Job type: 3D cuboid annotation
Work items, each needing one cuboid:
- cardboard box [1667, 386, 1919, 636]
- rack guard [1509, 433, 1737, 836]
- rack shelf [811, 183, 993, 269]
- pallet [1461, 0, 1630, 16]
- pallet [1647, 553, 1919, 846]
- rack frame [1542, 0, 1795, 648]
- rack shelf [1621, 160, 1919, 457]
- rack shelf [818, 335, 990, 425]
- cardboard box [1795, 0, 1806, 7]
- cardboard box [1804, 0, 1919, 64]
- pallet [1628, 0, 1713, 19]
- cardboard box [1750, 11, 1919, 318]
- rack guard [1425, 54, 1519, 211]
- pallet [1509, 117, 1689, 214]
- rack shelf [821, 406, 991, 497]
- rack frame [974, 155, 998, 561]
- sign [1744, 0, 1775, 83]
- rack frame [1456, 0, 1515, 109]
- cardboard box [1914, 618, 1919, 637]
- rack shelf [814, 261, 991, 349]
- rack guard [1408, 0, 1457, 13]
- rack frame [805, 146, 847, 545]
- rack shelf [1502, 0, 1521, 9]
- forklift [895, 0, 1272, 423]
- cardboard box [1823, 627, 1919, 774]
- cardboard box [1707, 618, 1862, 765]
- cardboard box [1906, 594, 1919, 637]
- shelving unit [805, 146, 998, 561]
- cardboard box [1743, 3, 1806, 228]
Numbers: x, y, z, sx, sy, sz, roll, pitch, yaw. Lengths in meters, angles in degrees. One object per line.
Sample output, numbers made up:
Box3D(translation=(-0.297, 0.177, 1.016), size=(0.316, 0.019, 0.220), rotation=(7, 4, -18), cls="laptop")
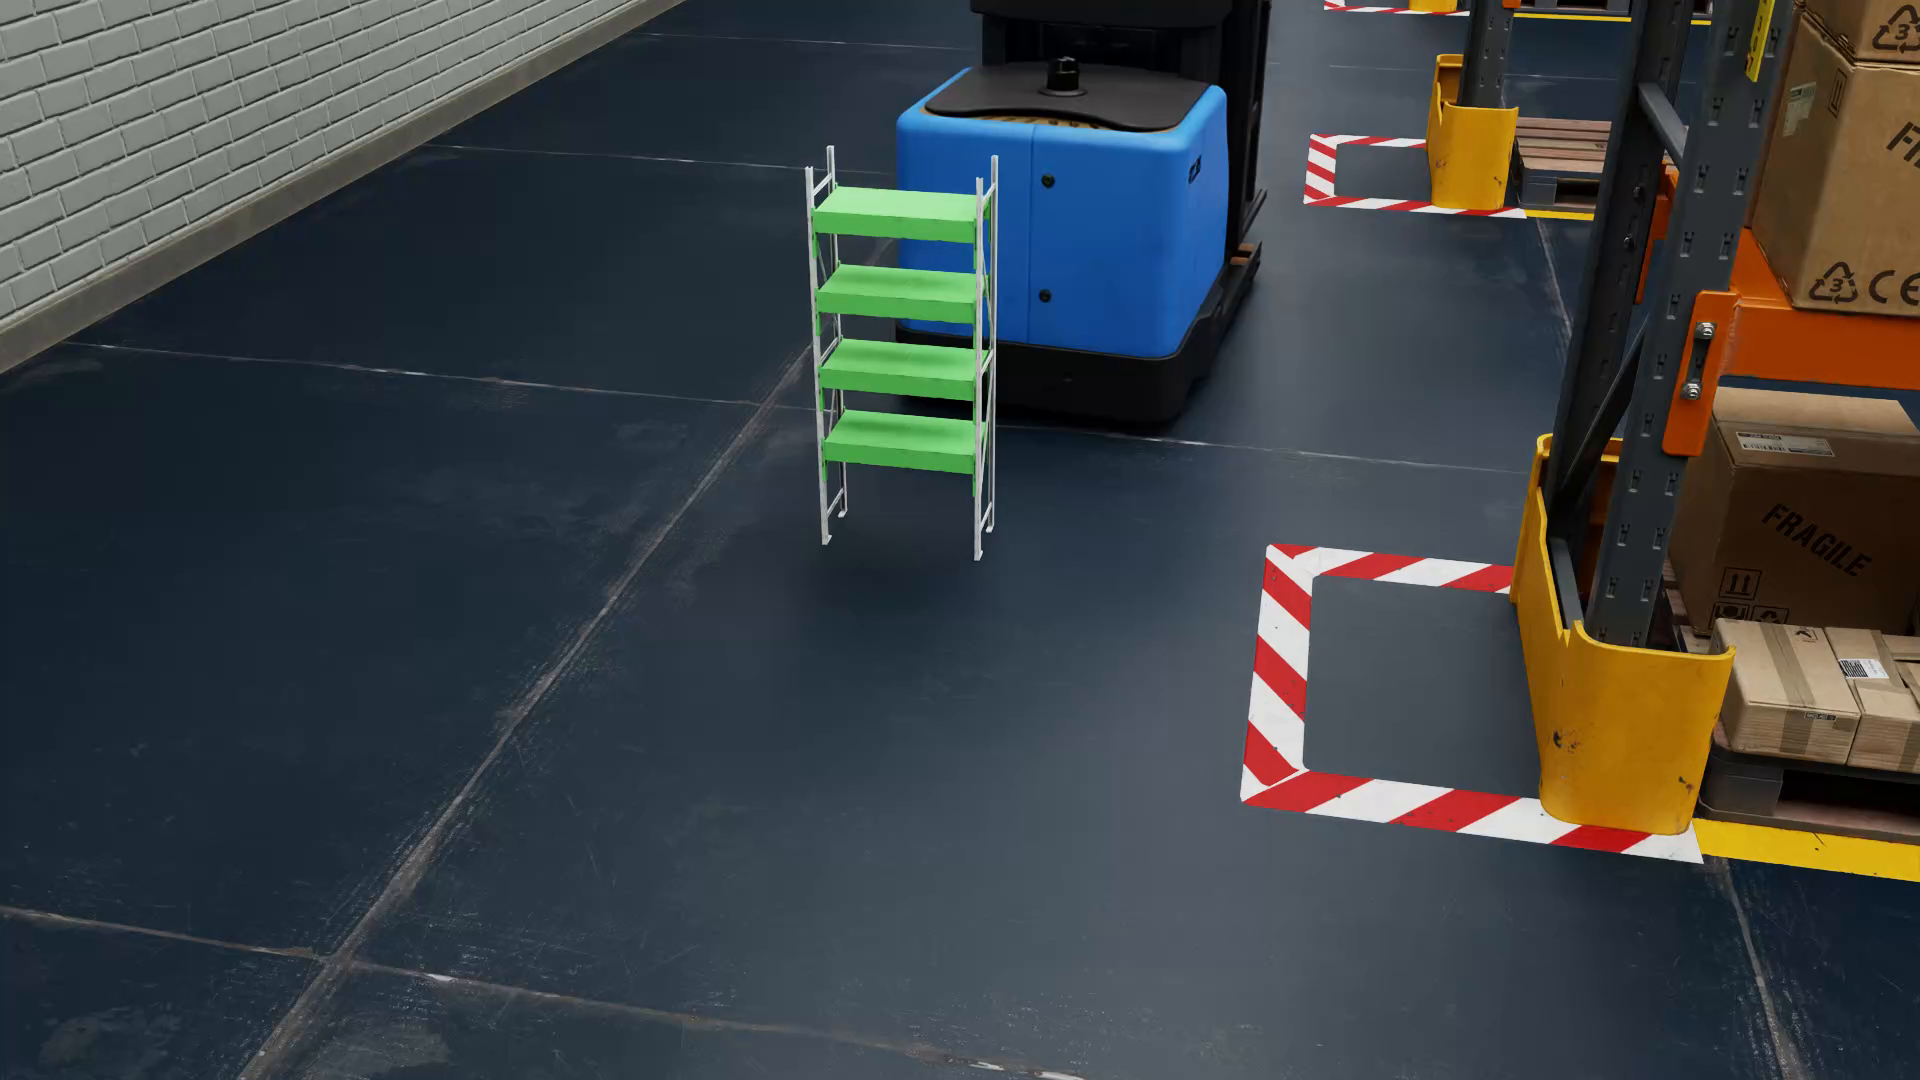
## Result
Box3D(translation=(2.208, -0.062, 4.385), size=(0.500, 0.500, 0.500), rotation=(6, 29, 11), cls="cardboard box")
Box3D(translation=(1.699, 0.200, 4.365), size=(0.348, 0.500, 1.175), rotation=(6, 29, 11), cls="rack guard")
Box3D(translation=(-0.162, -0.908, 4.792), size=(0.480, 0.148, 0.258), rotation=(6, 29, 11), cls="rack shelf")
Box3D(translation=(4.496, -4.290, 12.866), size=(1.213, 0.211, 1.003), rotation=(6, 29, 11), cls="pallet")
Box3D(translation=(2.479, 0.406, 4.289), size=(1.213, 0.211, 1.003), rotation=(6, 29, 11), cls="pallet")
Box3D(translation=(1.625, -0.904, 3.779), size=(0.127, 3.000, 1.000), rotation=(6, 29, 11), cls="rack frame")
Box3D(translation=(3.581, -0.388, 3.585), size=(4.000, 0.370, 1.077), rotation=(6, 29, 11), cls="rack shelf")
Box3D(translation=(-0.162, -0.487, 5.023), size=(0.480, 0.148, 0.258), rotation=(6, 29, 11), cls="rack shelf")
Box3D(translation=(2.118, -1.471, 3.669), size=(0.500, 0.500, 0.500), rotation=(6, 29, 10), cls="cardboard box")
Box3D(translation=(2.004, -1.219, 3.207), size=(0.500, 0.500, 0.500), rotation=(7, 29, 12), cls="cardboard box")
Box3D(translation=(5.685, -4.166, 12.641), size=(1.213, 0.211, 1.003), rotation=(6, 29, 11), cls="pallet")
Box3D(translation=(2.004, -0.780, 3.447), size=(0.500, 0.500, 0.500), rotation=(6, 29, 12), cls="cardboard box")
Box3D(translation=(2.637, -2.130, 8.620), size=(0.348, 0.500, 1.175), rotation=(6, 29, 11), cls="rack guard")
Box3D(translation=(3.461, -1.906, 8.512), size=(1.213, 0.211, 1.003), rotation=(6, 29, 11), cls="pallet")
Box3D(translation=(-0.162, -0.276, 5.138), size=(0.480, 0.148, 0.258), rotation=(6, 29, 11), cls="rack shelf")
Box3D(translation=(0.077, -0.518, 4.948), size=(0.015, 1.200, 0.240), rotation=(6, 29, 11), cls="rack frame")
Box3D(translation=(1.512, -1.029, 3.105), size=(0.005, 0.325, 0.100), rotation=(6, 29, 11), cls="sign")
Box3D(translation=(2.663, -3.230, 8.027), size=(0.127, 3.000, 1.000), rotation=(6, 29, 11), cls="rack frame")
Box3D(translation=(2.586, 0.346, 3.899), size=(0.500, 0.250, 0.500), rotation=(6, 29, 11), cls="cardboard box")
Box3D(translation=(-0.162, -0.697, 4.908), size=(0.480, 0.148, 0.258), rotation=(6, 29, 11), cls="rack shelf")
Box3D(translation=(3.674, -4.462, 12.880), size=(0.348, 0.500, 1.175), rotation=(6, 29, 11), cls="rack guard")
Box3D(translation=(-0.400, -0.567, 5.037), size=(0.015, 1.200, 0.240), rotation=(6, 29, 11), cls="rack frame")
Box3D(translation=(4.619, -2.714, 7.833), size=(4.000, 0.370, 1.077), rotation=(6, 29, 11), cls="rack shelf")
Box3D(translation=(0.698, -2.391, 6.565), size=(1.130, 2.935, 3.031), rotation=(9, 30, 15), cls="forklift")
Box3D(translation=(2.207, 0.374, 3.936), size=(0.250, 0.166, 0.380), rotation=(6, 29, 11), cls="cardboard box")
Box3D(translation=(1.963, 0.356, 3.986), size=(0.250, 0.149, 0.380), rotation=(6, 29, 11), cls="cardboard box")
Box3D(translation=(2.585, 0.167, 4.314), size=(0.250, 0.166, 0.380), rotation=(6, 29, 11), cls="cardboard box")
Box3D(translation=(-0.162, -0.543, 4.992), size=(0.503, 1.200, 0.258), rotation=(6, 29, 11), cls="shelving unit")
Box3D(translation=(2.120, -1.031, 3.906), size=(0.500, 0.500, 0.500), rotation=(7, 29, 12), cls="cardboard box")
